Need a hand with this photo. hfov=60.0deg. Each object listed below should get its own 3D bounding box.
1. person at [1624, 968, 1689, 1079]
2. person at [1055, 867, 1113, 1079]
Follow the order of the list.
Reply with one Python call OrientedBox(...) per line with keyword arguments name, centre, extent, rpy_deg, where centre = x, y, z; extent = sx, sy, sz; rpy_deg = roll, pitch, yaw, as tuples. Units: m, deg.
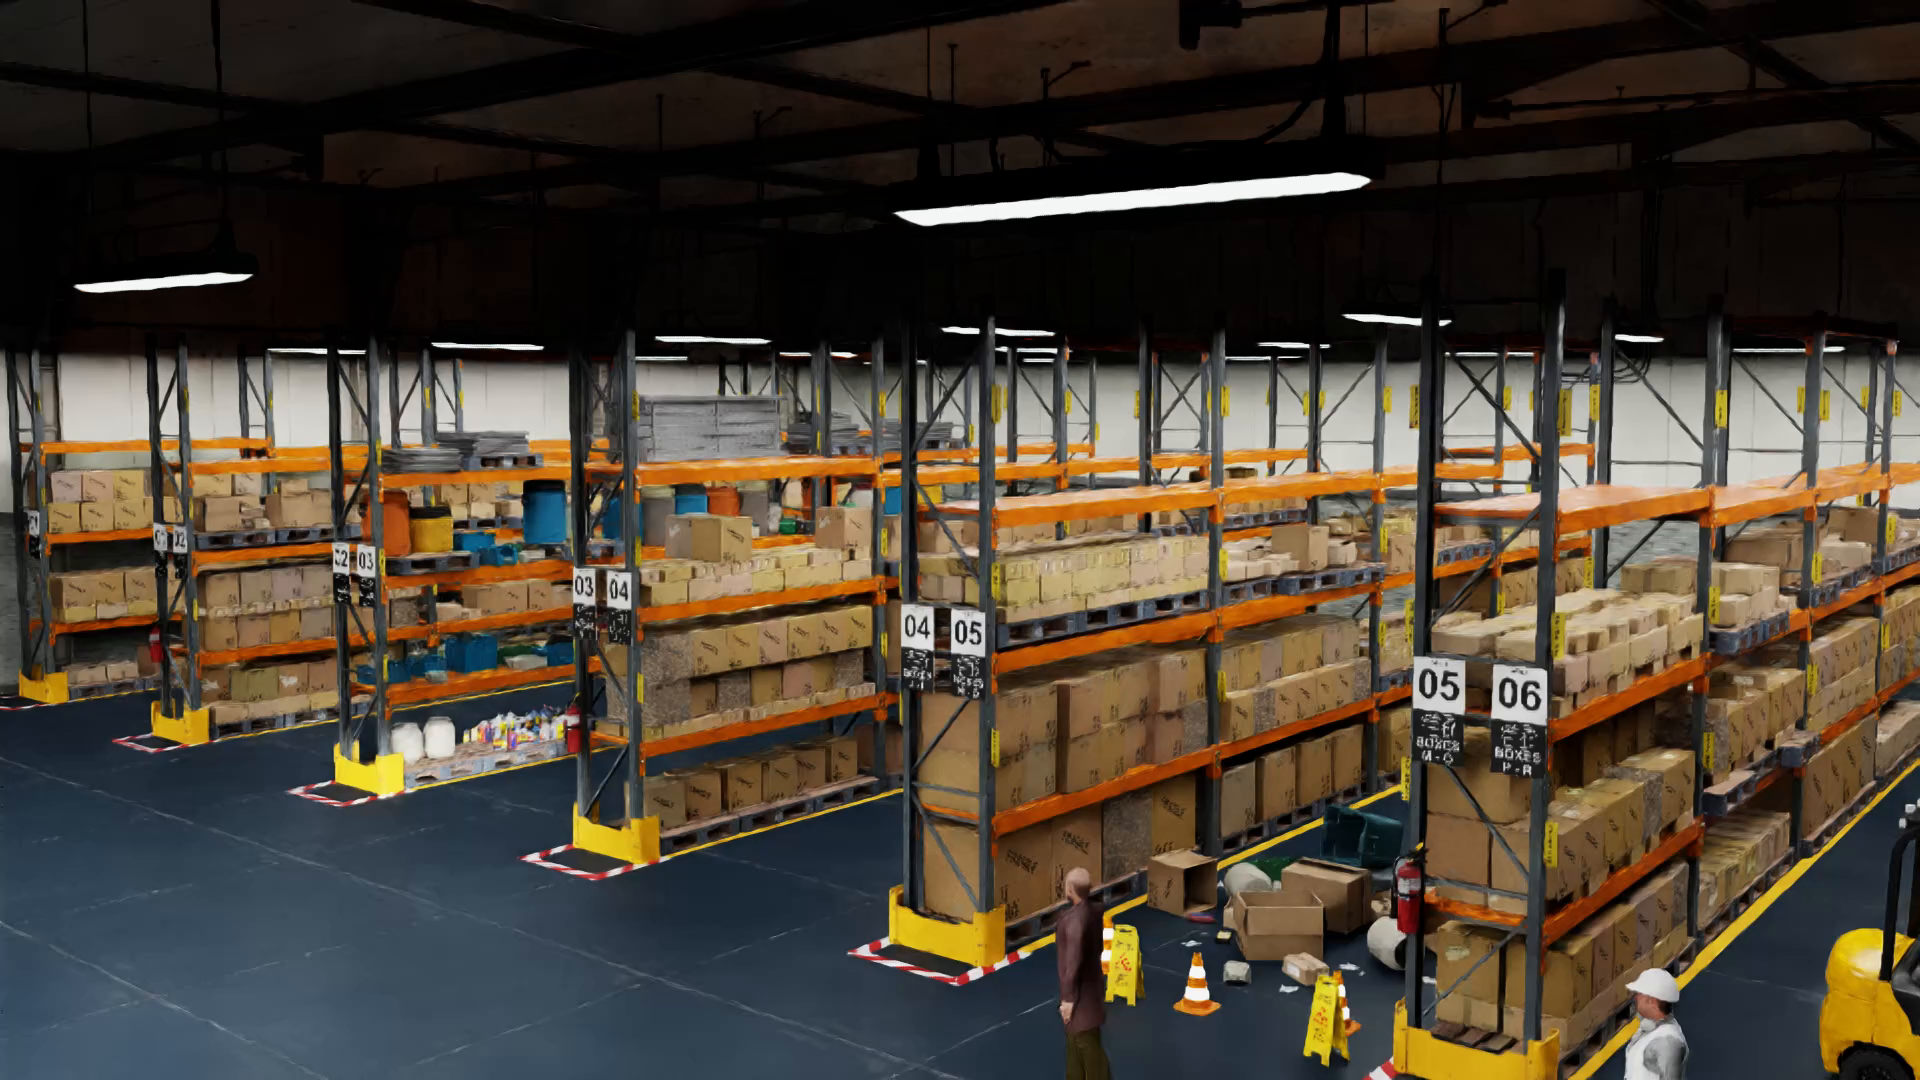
OrientedBox(name="person", centre=(4.184, 3.413, 9.809), extent=(0.538, 1.767, 0.630), rpy_deg=(1, 5, 12))
OrientedBox(name="person", centre=(0.865, 3.219, 11.852), extent=(0.604, 1.778, 0.714), rpy_deg=(2, 5, 17))
